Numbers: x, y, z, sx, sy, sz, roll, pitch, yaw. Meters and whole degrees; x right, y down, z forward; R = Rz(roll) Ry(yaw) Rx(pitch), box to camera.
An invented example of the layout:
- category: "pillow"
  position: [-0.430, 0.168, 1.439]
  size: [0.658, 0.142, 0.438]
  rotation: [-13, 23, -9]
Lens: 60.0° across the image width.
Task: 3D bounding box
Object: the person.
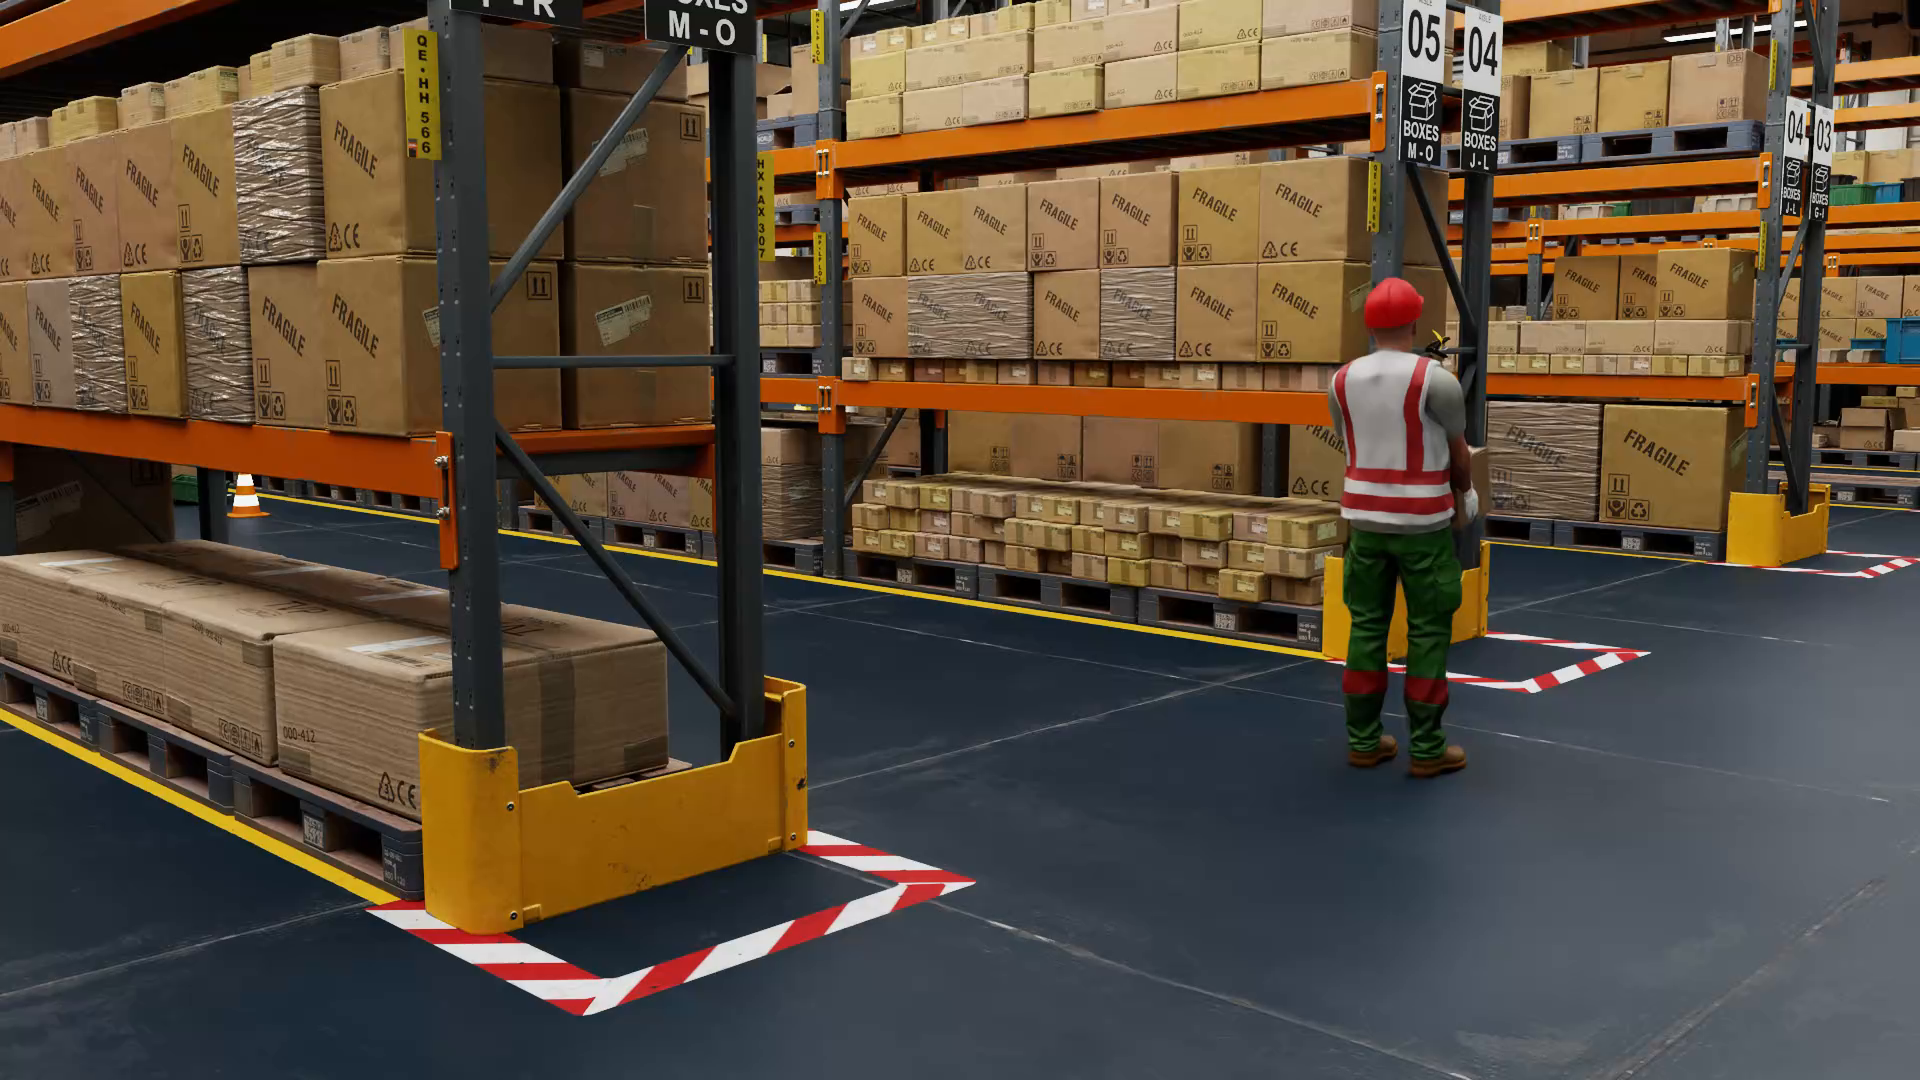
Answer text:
- category: "person"
  position: [1.646, -0.060, 6.136]
  size: [0.506, 1.792, 0.556]
  rotation: [6, 9, 39]
